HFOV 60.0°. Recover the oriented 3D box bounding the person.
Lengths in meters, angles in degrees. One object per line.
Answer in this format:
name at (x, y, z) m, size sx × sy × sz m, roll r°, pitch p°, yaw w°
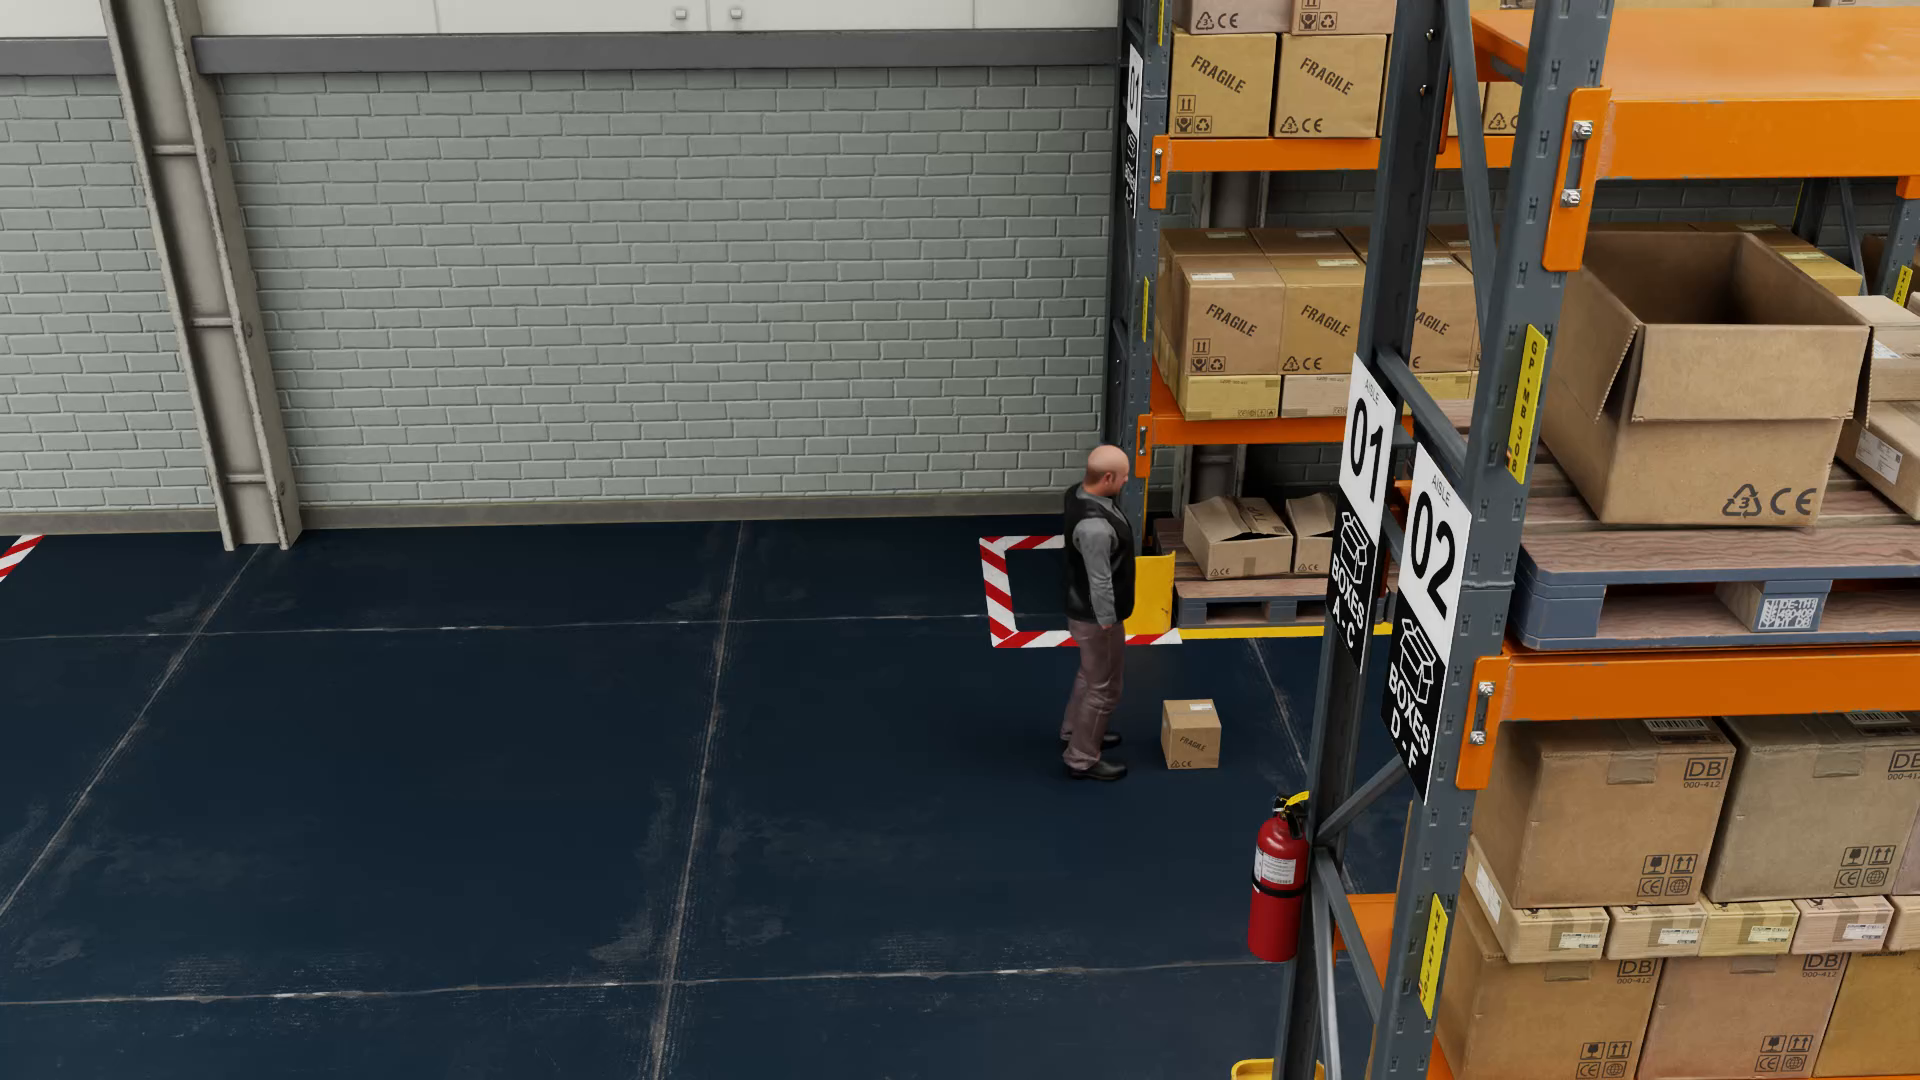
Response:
person at (0.660, 0.331, 8.023) m, size 0.353 × 1.712 × 0.535 m, roll -1°, pitch 27°, yaw -2°
